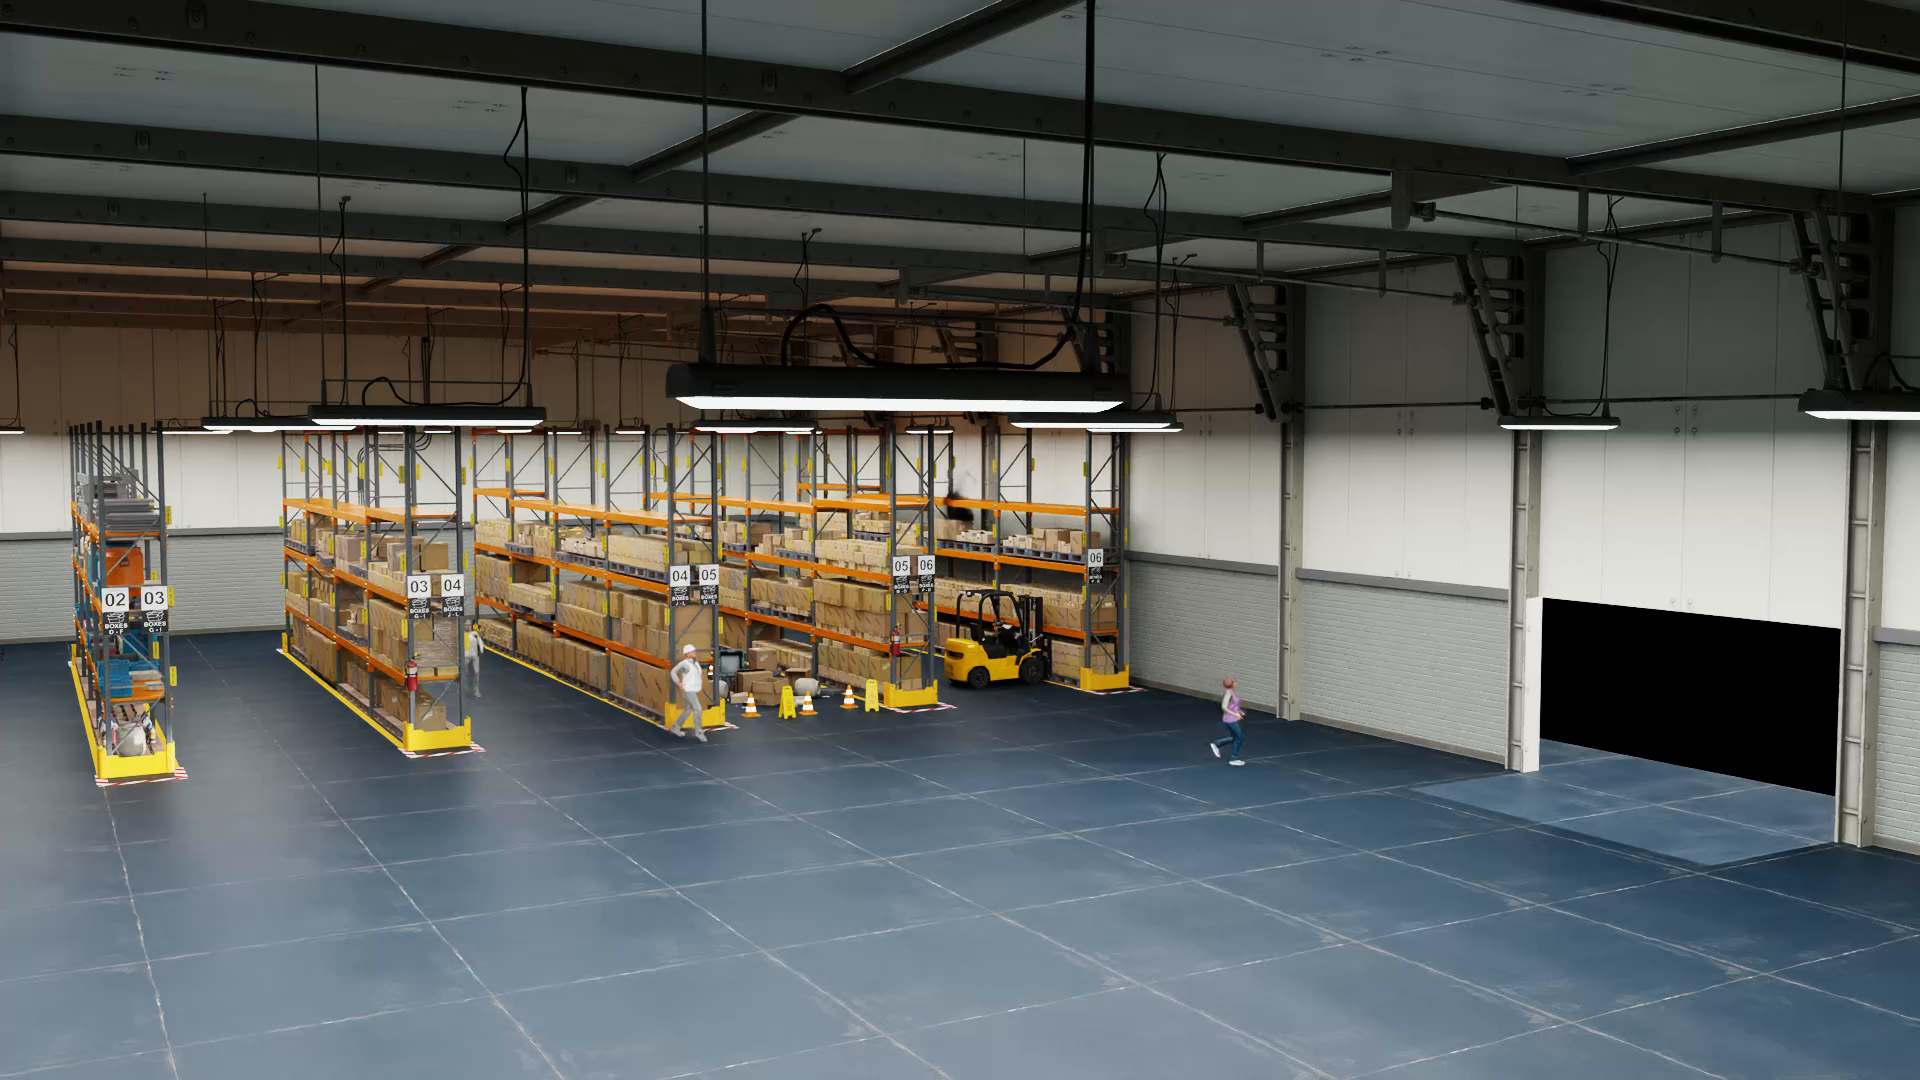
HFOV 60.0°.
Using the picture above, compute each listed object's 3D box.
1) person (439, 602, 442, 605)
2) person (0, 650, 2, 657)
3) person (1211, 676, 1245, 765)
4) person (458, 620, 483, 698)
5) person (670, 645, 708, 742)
[{"bbox_3d":[-14.688,2.030,45.923,0.774,1.791,0.724,1,4,10],"label":"person"},{"bbox_3d":[-20.317,2.728,34.731,0.642,1.714,0.647,-3,5,-41],"label":"person"},{"bbox_3d":[4.681,3.151,29.031,0.608,1.549,0.538,1,4,14],"label":"person"},{"bbox_3d":[-10.806,2.601,36.732,0.621,1.695,0.902,-2,4,-29],"label":"person"},{"bbox_3d":[-5.092,2.890,31.526,0.807,1.815,0.690,1,4,13],"label":"person"}]
